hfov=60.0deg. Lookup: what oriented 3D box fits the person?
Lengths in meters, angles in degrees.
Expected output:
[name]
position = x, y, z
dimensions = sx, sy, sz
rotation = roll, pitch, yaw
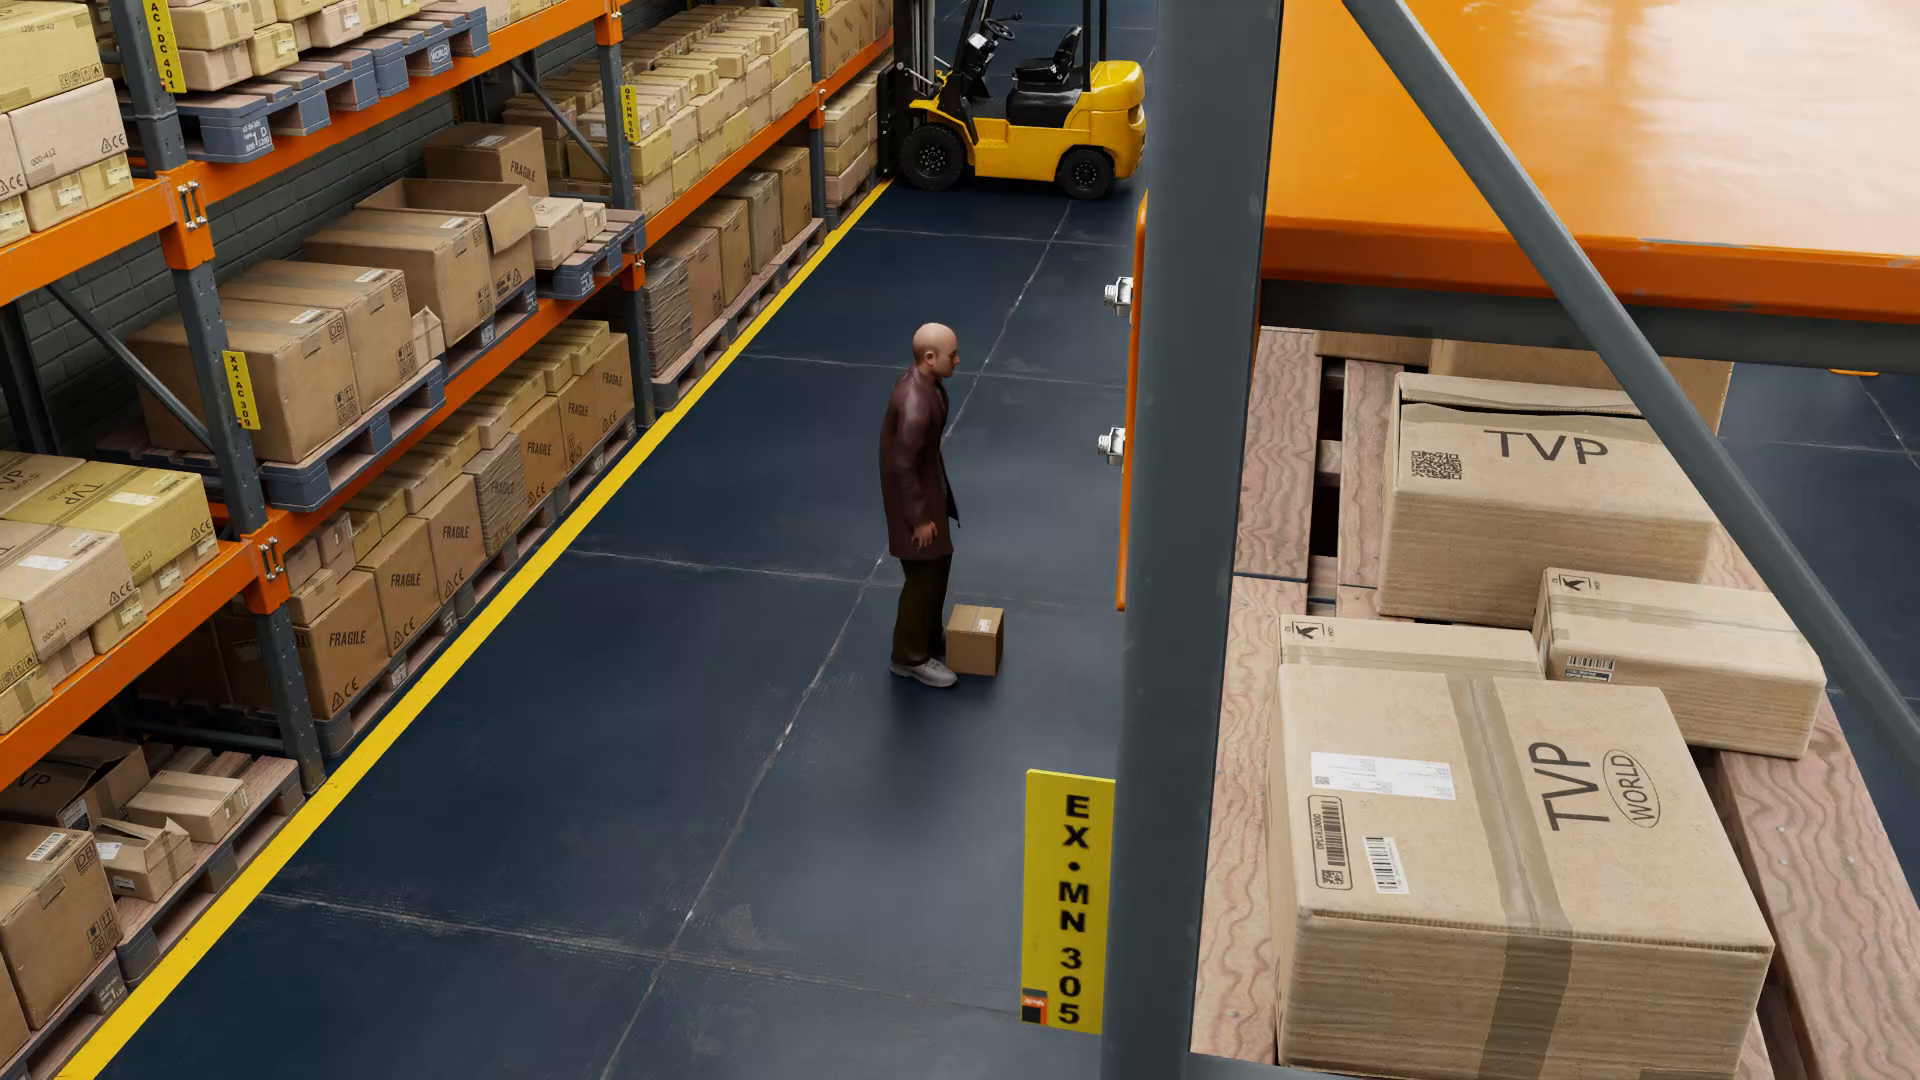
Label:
[person]
position = -0.168, -0.116, 8.054
dimensions = 0.428, 1.584, 0.650
rotation = 4, 29, 7
